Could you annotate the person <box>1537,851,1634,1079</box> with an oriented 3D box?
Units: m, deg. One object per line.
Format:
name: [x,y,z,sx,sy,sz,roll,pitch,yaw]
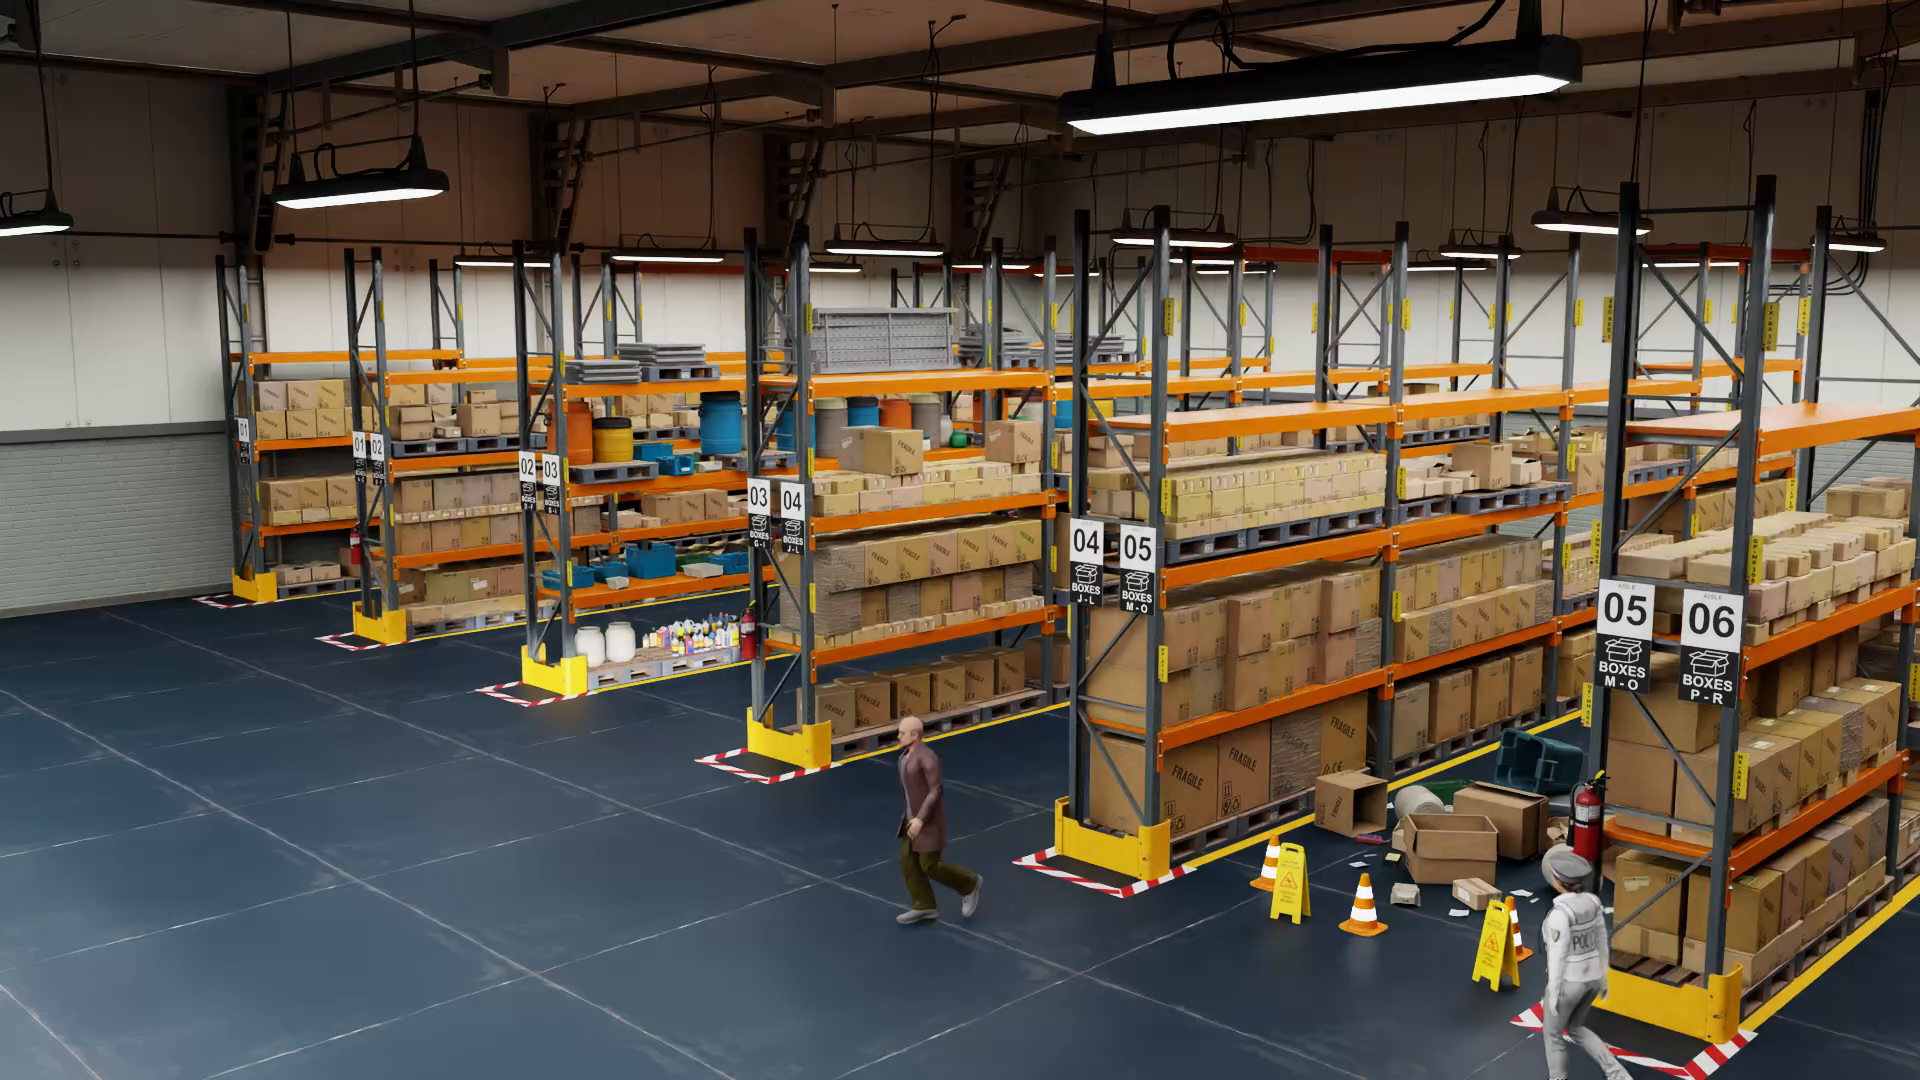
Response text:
person: [3.983,2.838,10.630,0.491,1.660,0.647,-6,10,-36]

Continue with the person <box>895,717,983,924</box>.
person: [-0.199,2.333,14.020,0.751,1.757,0.641,-4,9,-26]
